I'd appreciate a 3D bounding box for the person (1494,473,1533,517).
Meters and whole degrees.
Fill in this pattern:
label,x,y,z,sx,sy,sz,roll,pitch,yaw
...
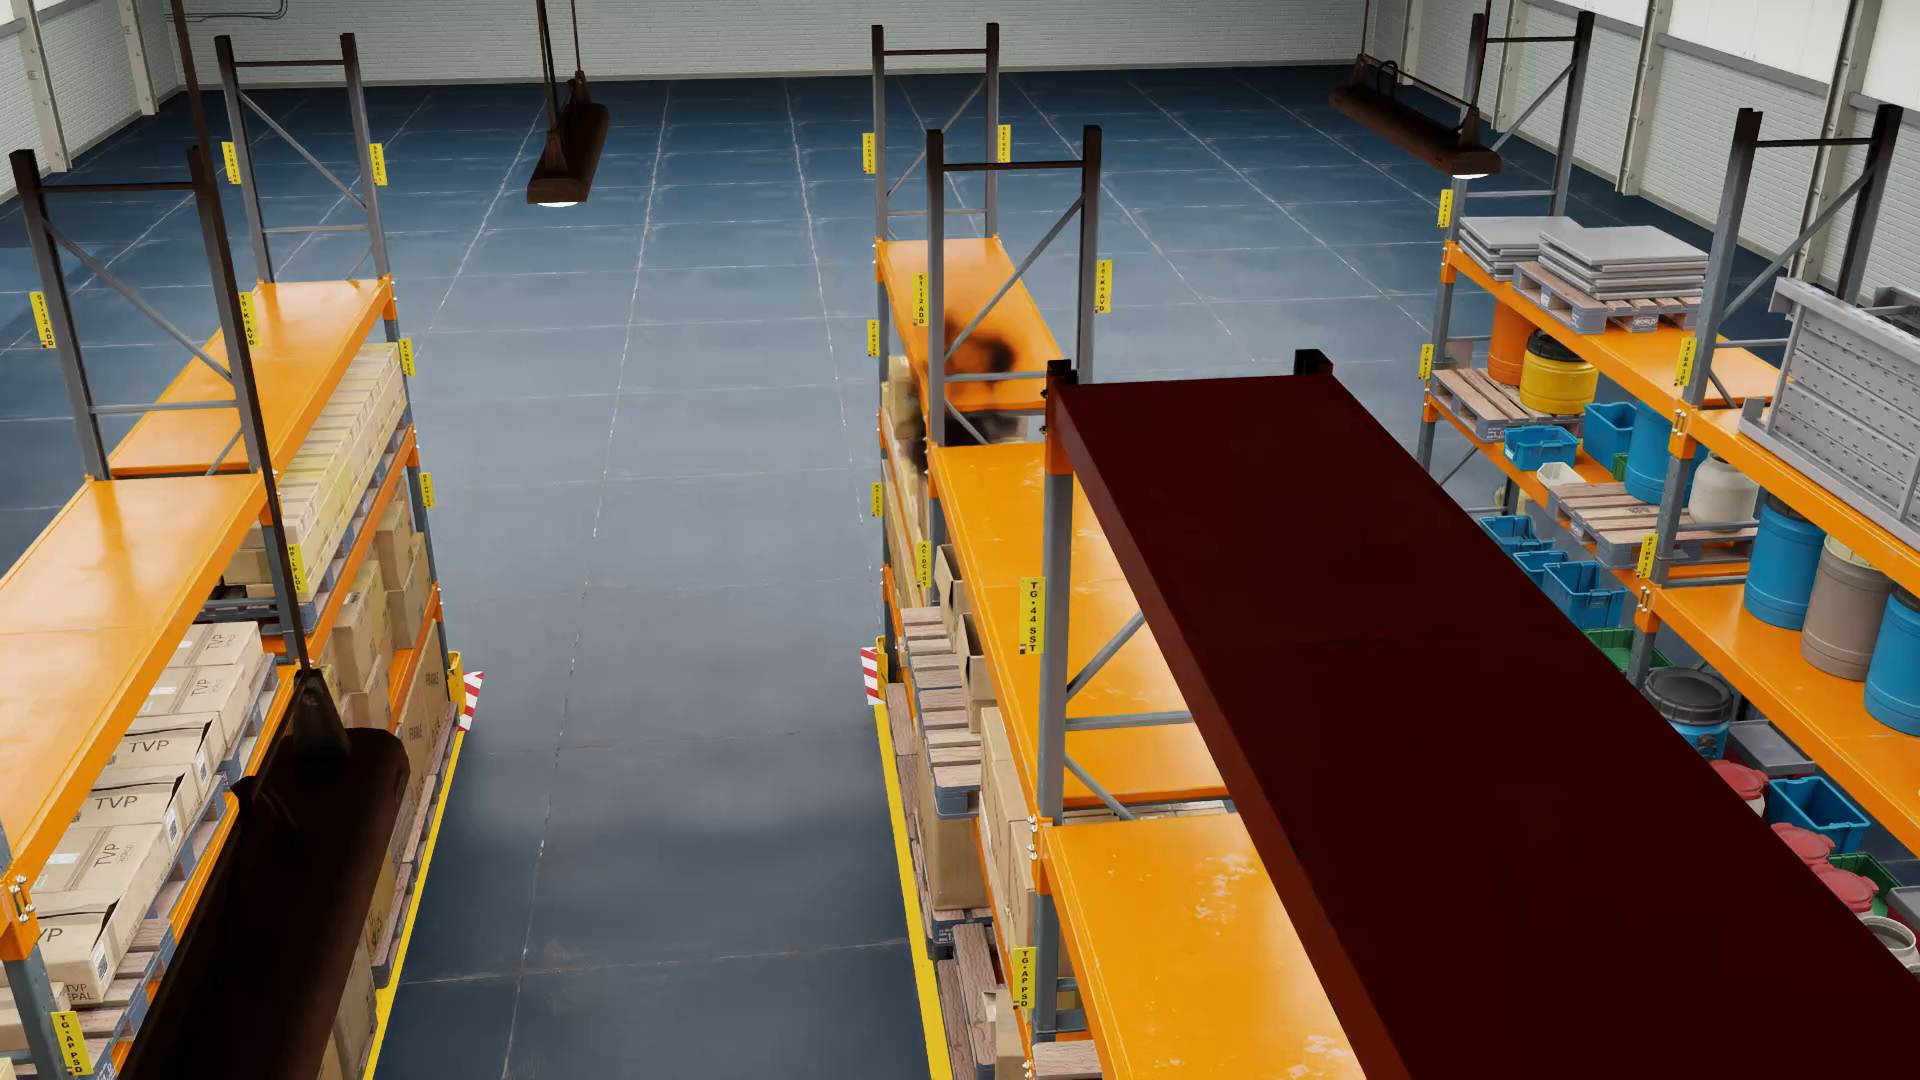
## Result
label,x,y,z,sx,sy,sz,roll,pitch,yaw
person,5.532,-0.118,16.814,0.637,1.634,0.954,-18,31,-33
